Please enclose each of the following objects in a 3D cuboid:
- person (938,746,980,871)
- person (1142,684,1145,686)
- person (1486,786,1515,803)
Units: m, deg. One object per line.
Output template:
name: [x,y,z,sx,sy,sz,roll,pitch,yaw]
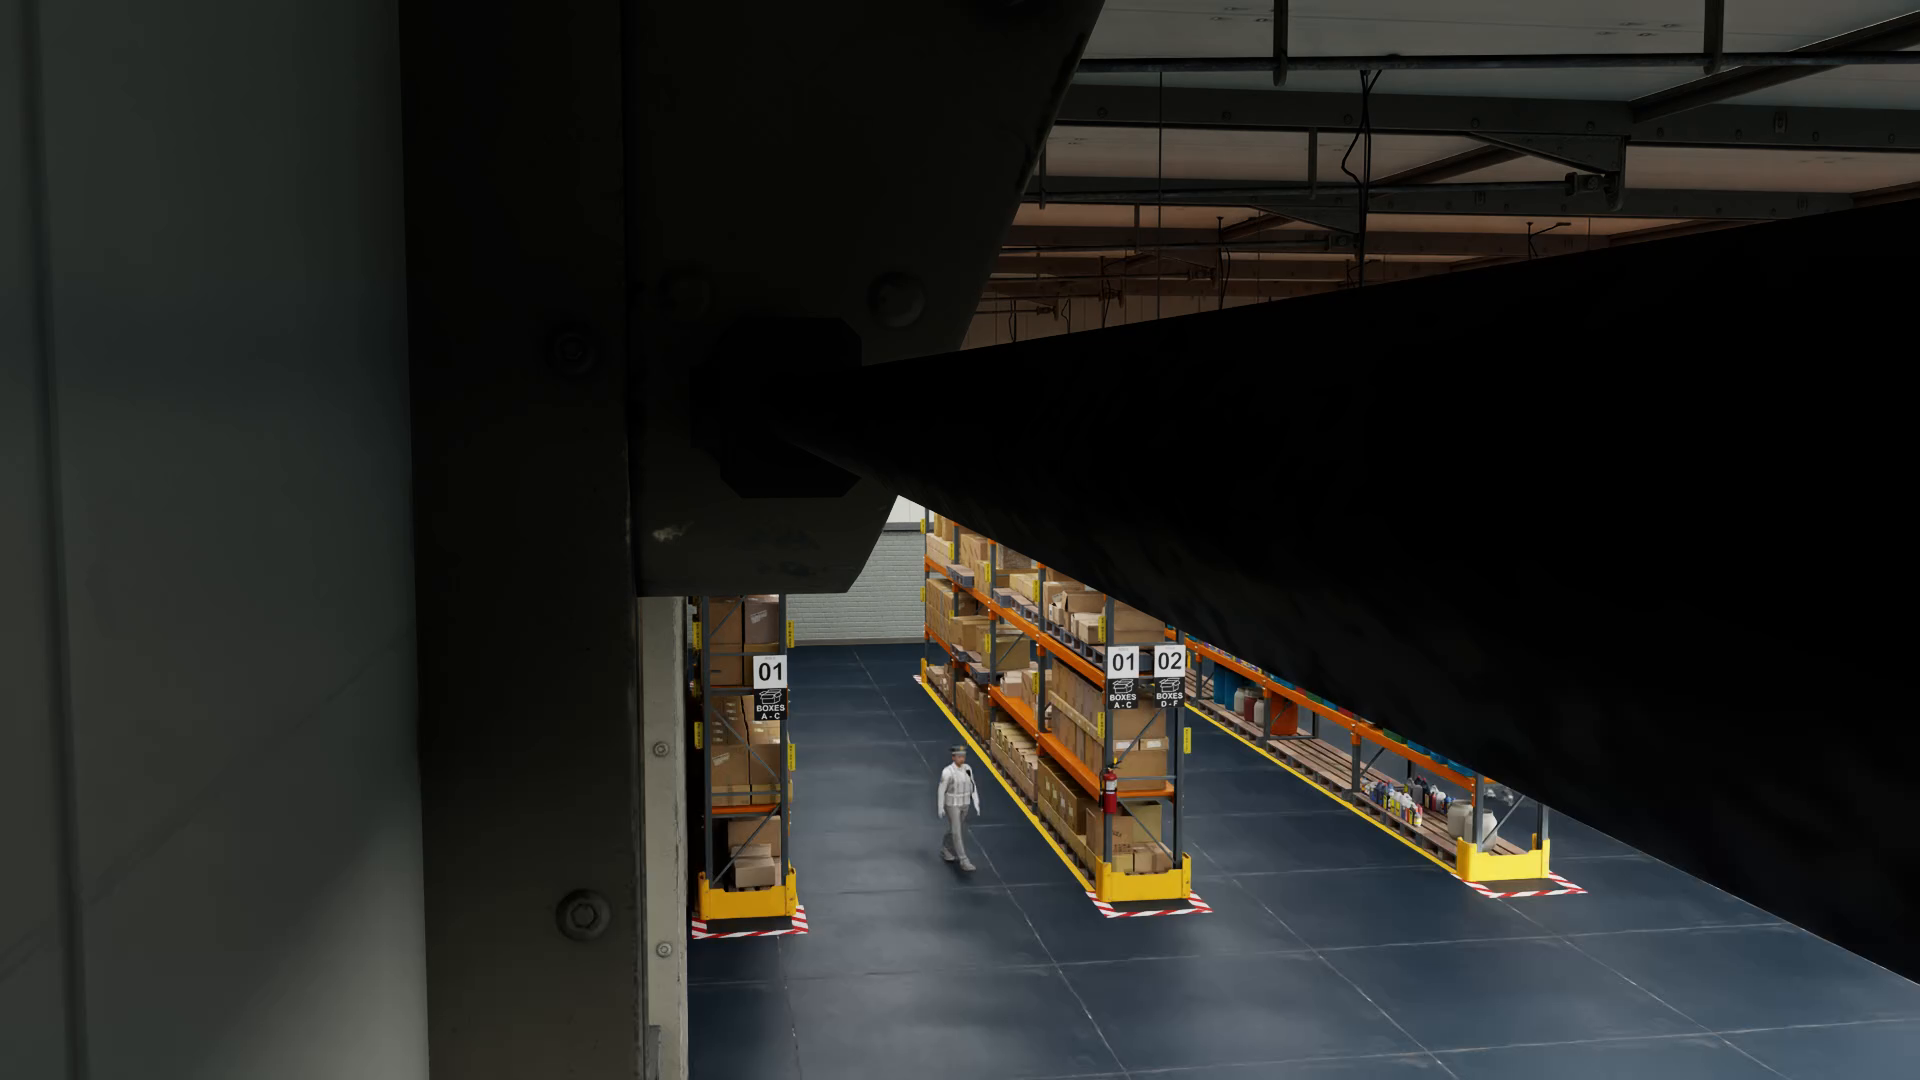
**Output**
person: [0.013,3.541,22.172,0.524,1.627,1.018,-4,7,-40]
person: [3.538,2.555,33.436,0.501,1.686,0.507,-1,5,-7]
person: [8.329,3.263,25.771,0.440,1.561,0.889,1,5,6]
